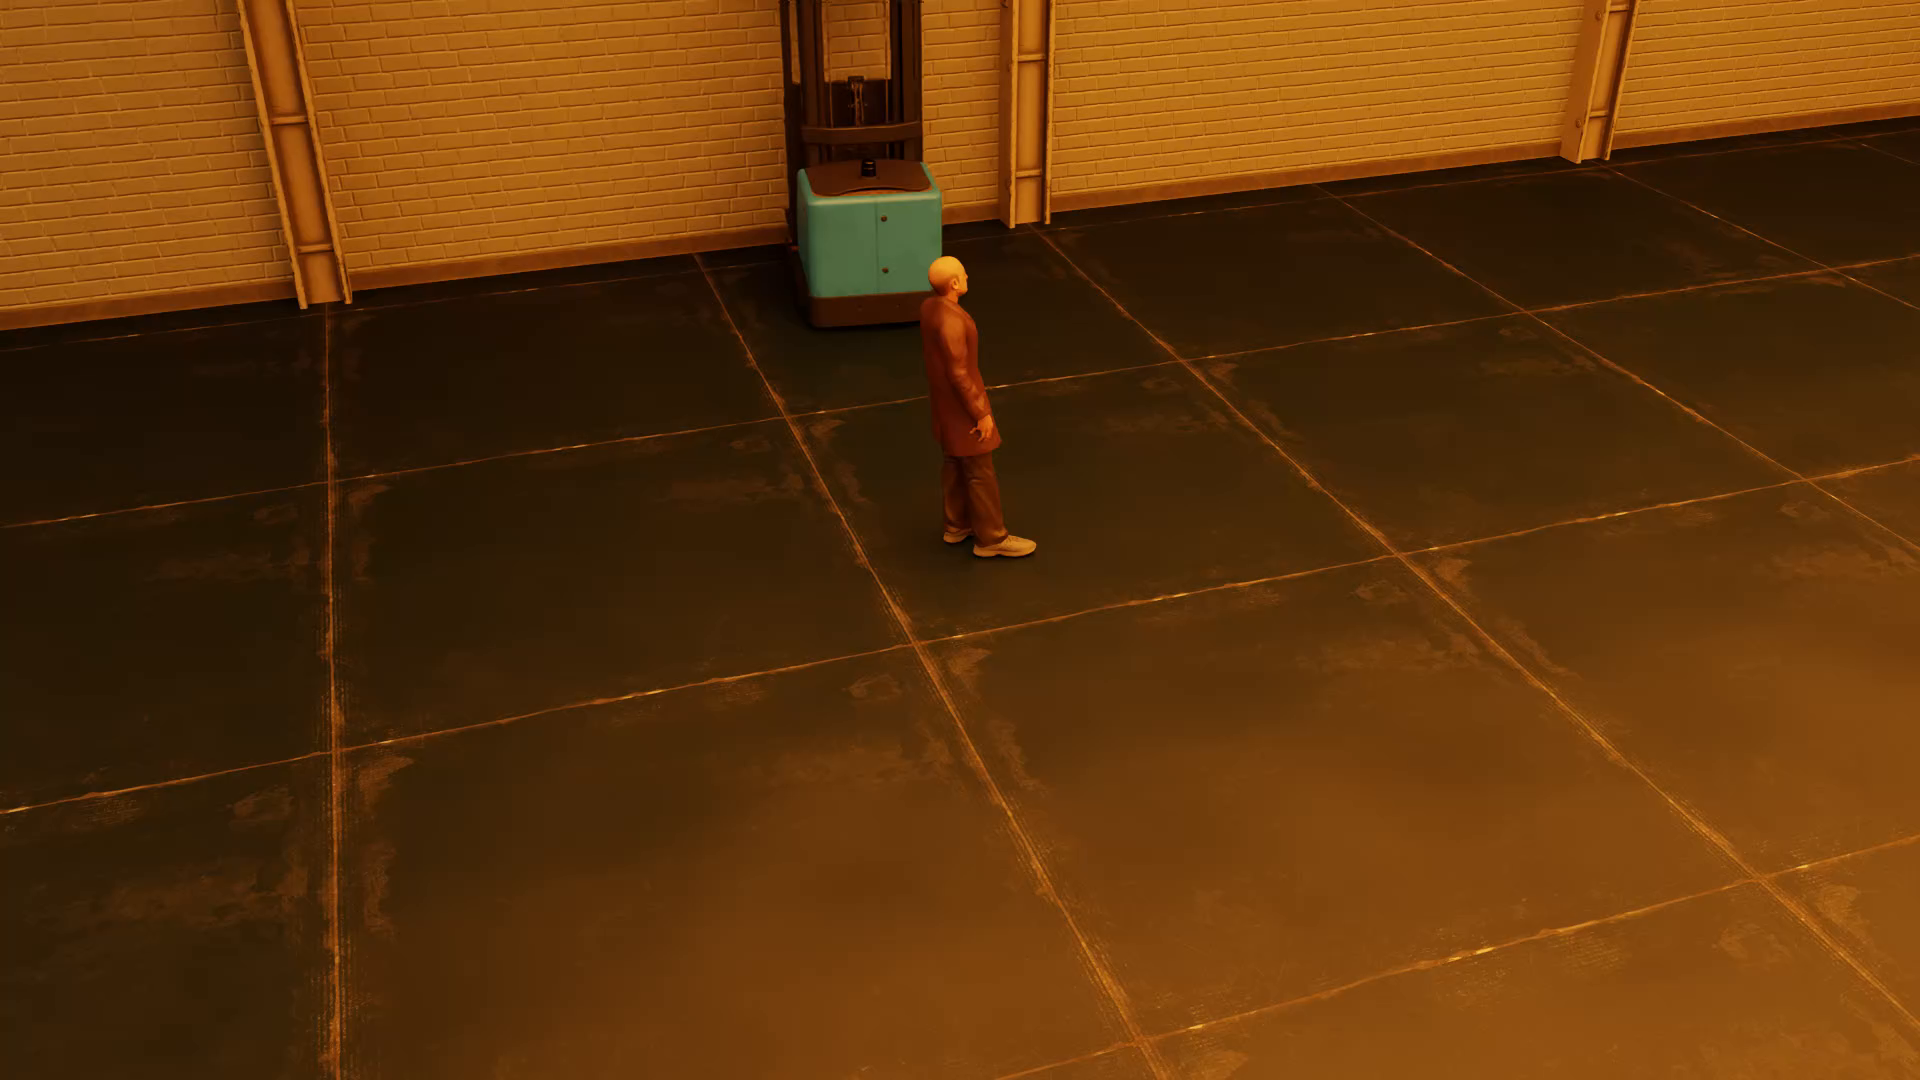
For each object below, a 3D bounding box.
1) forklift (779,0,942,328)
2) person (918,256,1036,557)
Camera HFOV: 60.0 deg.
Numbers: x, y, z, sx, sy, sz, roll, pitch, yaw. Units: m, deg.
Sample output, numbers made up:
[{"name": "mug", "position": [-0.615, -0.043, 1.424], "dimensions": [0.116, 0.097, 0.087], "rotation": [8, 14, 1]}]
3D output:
[{"name": "forklift", "position": [-0.886, -3.610, 13.362], "dimensions": [1.130, 2.935, 3.031], "rotation": [-5, 30, -9]}, {"name": "person", "position": [0.088, -0.790, 9.601], "dimensions": [0.579, 1.778, 0.698], "rotation": [-10, 31, -16]}]
